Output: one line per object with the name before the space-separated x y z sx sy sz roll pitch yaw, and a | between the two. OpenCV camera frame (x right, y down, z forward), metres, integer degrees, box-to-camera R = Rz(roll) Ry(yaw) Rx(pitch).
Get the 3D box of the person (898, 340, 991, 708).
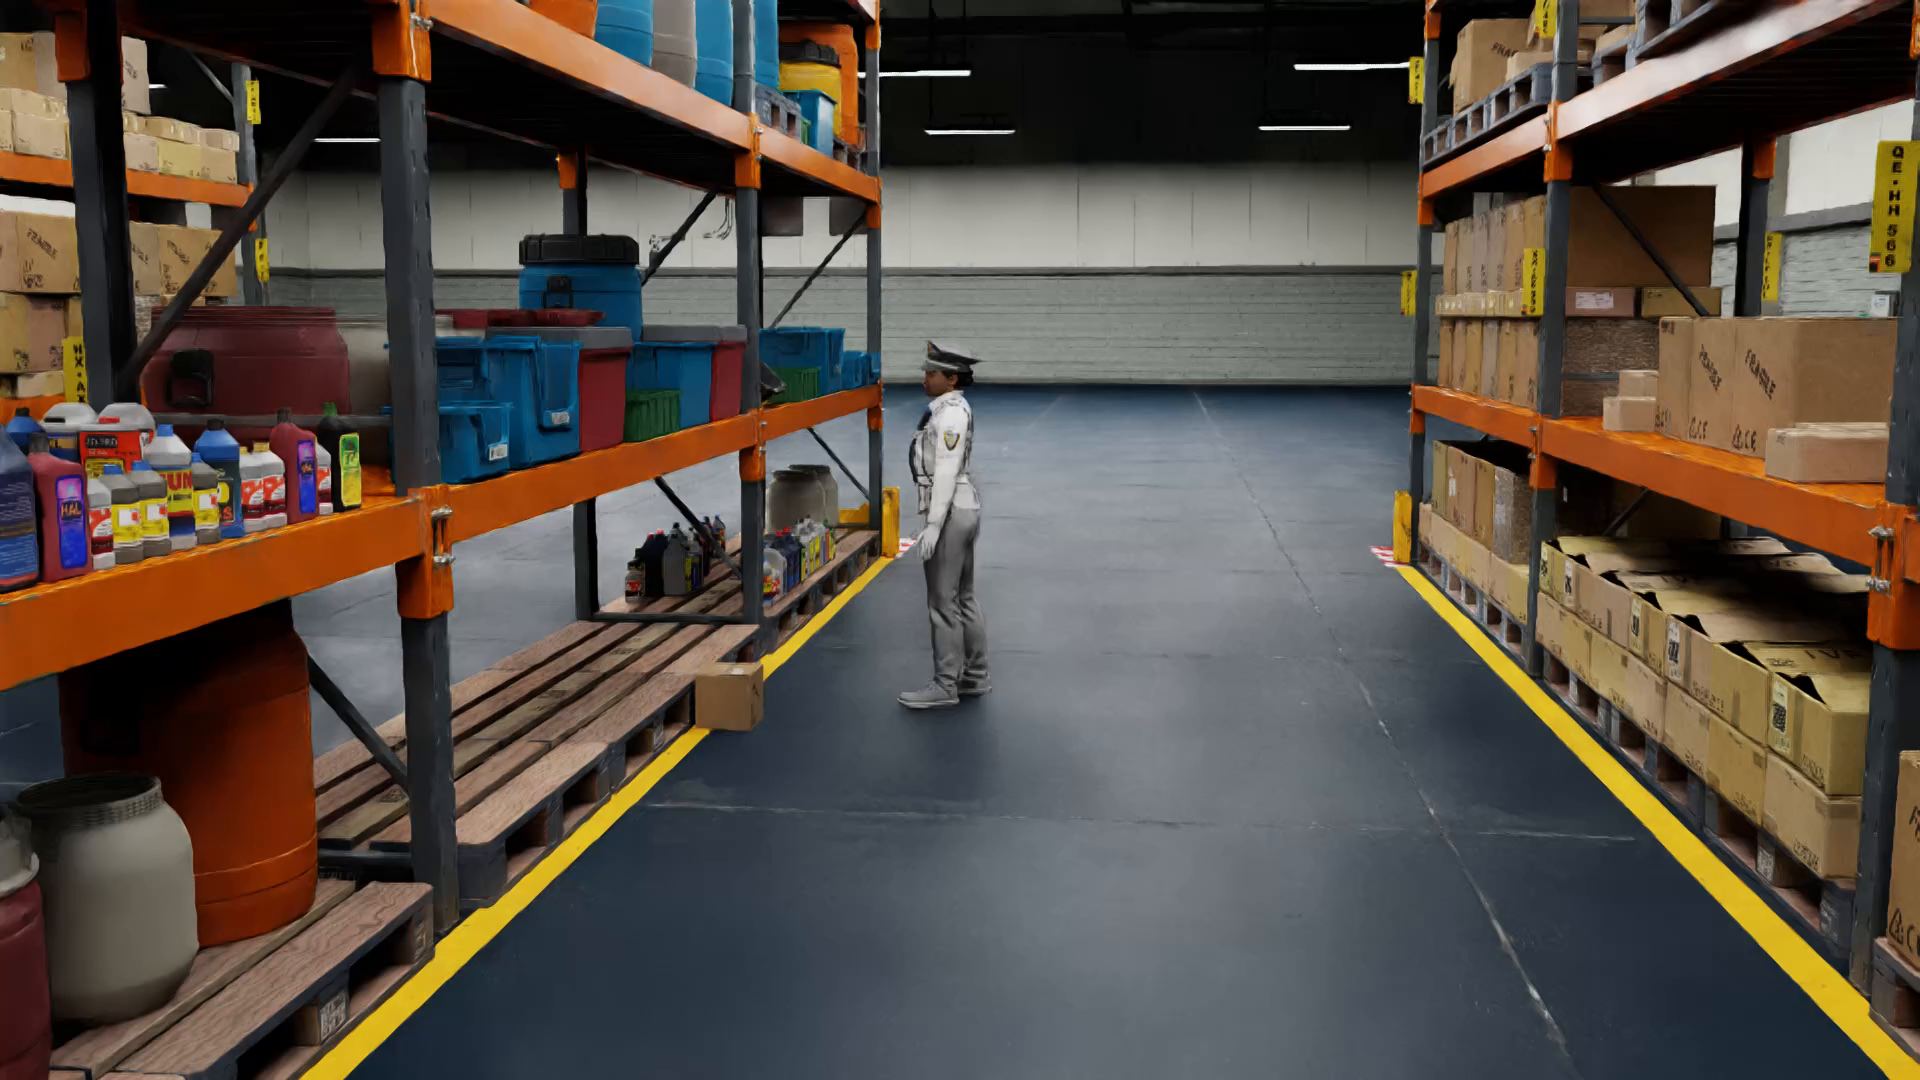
person | -0.070 -0.076 7.668 0.423 1.683 0.603 0 8 3
